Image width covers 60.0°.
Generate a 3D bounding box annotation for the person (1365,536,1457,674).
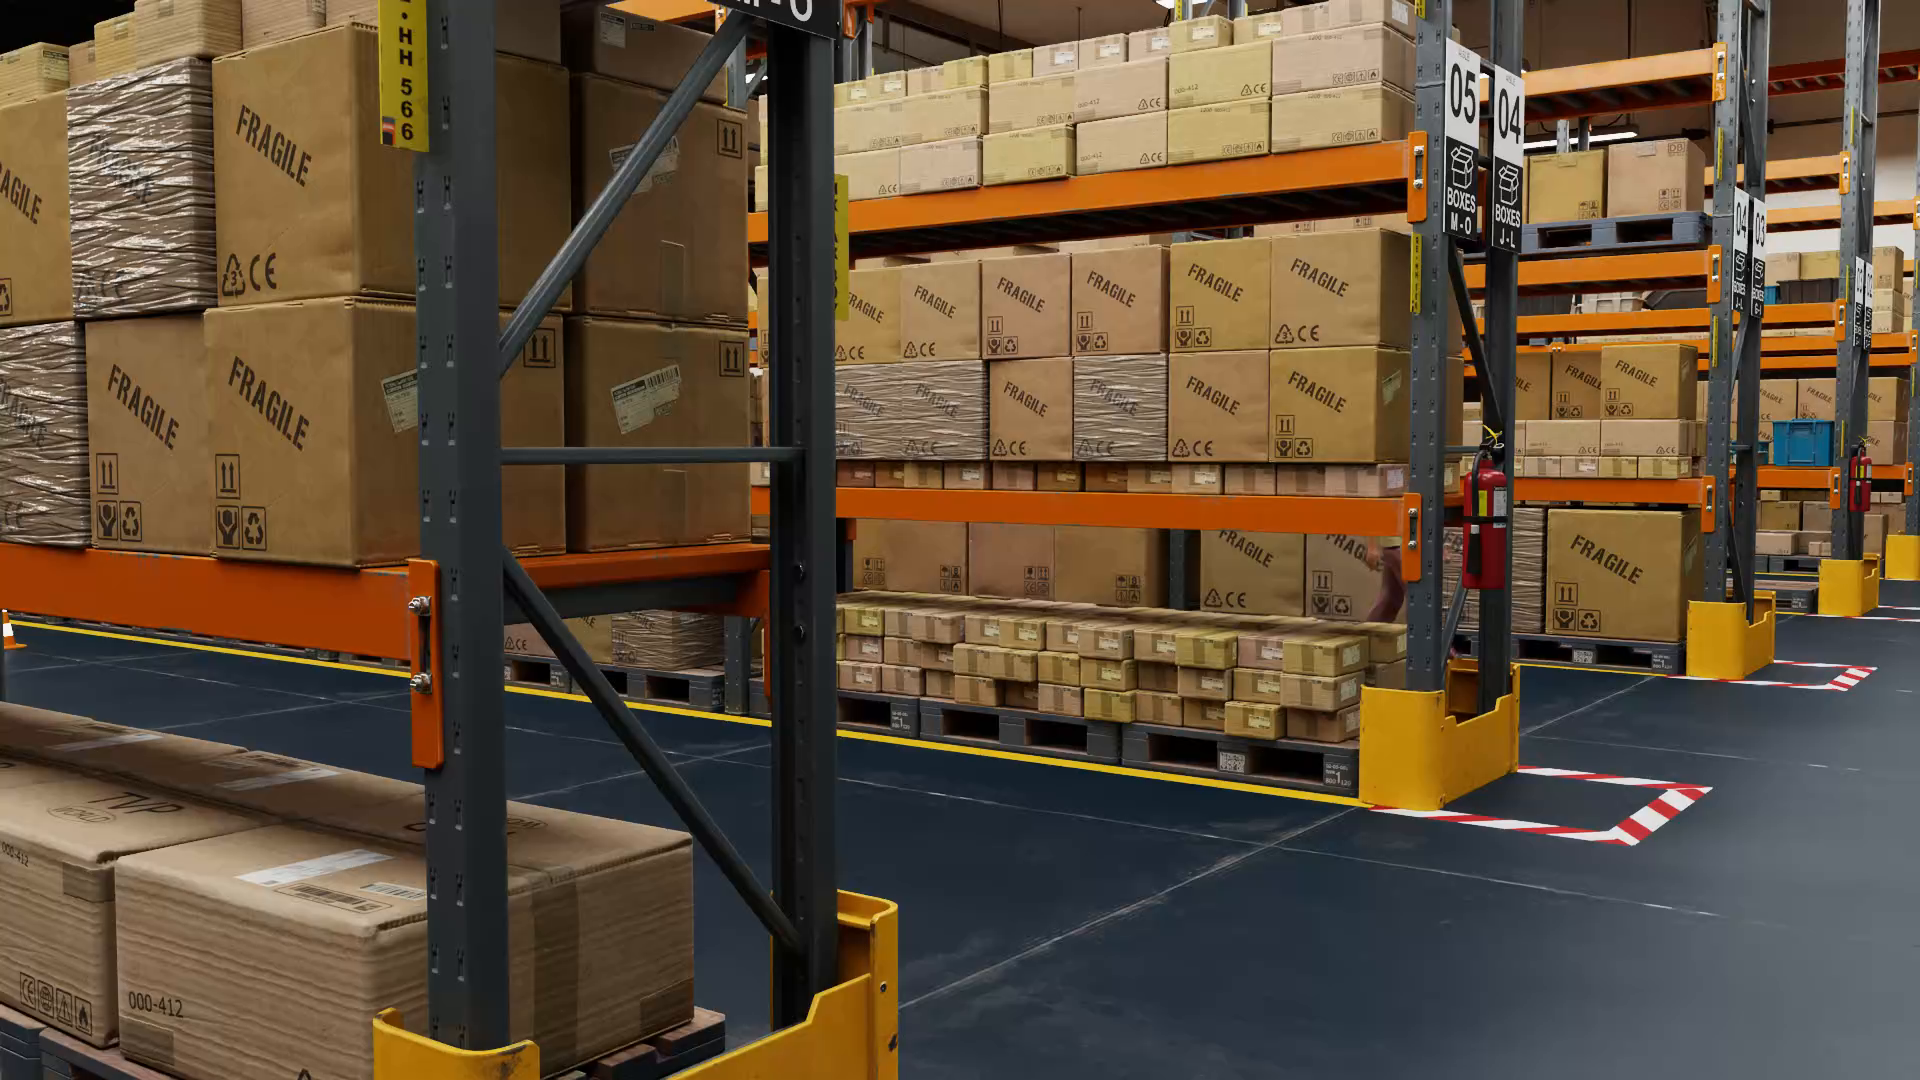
[{"bbox_3d":[3.010,0.056,10.927,0.887,1.639,0.471,3,4,38],"label":"person"}]
